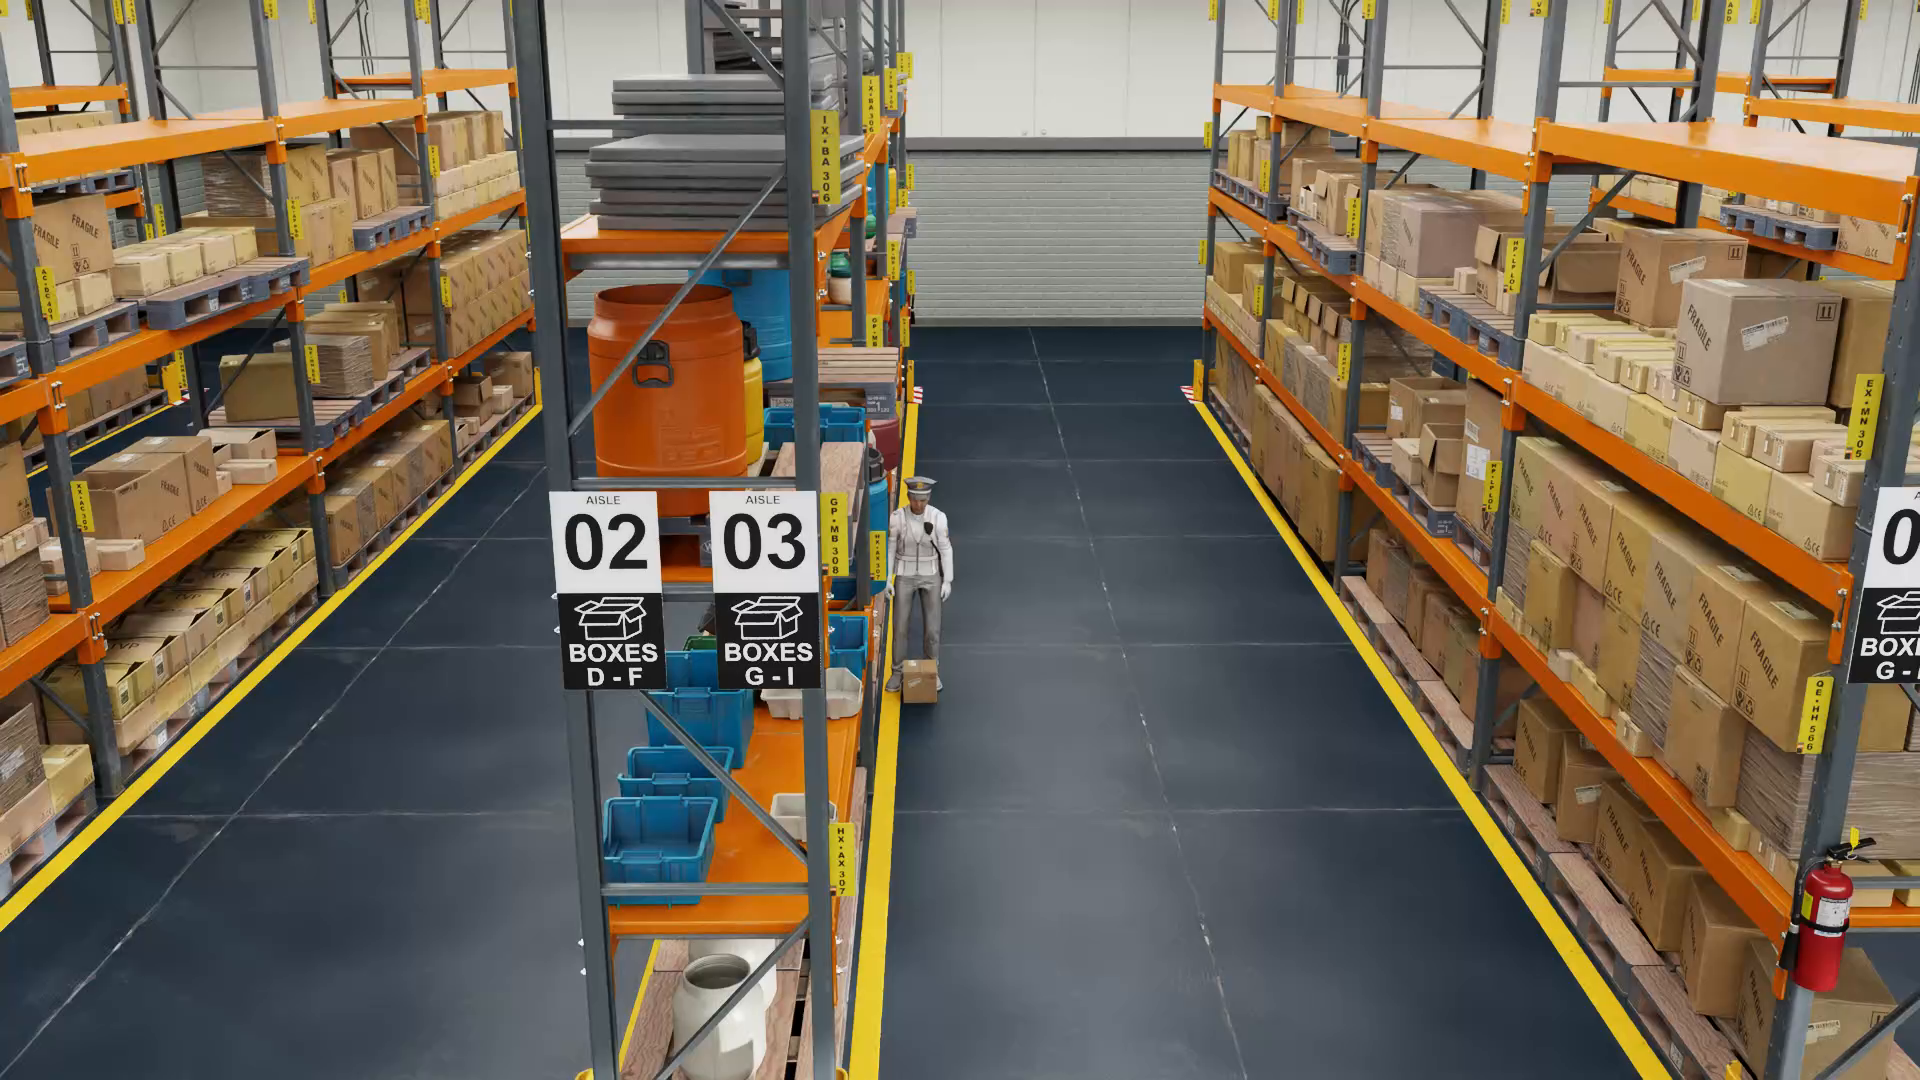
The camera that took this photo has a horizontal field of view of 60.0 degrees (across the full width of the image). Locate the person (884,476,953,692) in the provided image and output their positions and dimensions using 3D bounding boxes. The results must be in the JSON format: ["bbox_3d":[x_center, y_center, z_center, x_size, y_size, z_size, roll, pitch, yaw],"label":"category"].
[{"bbox_3d":[-0.317,0.317,12.519,0.529,1.663,0.371,0,17,0],"label":"person"}]
